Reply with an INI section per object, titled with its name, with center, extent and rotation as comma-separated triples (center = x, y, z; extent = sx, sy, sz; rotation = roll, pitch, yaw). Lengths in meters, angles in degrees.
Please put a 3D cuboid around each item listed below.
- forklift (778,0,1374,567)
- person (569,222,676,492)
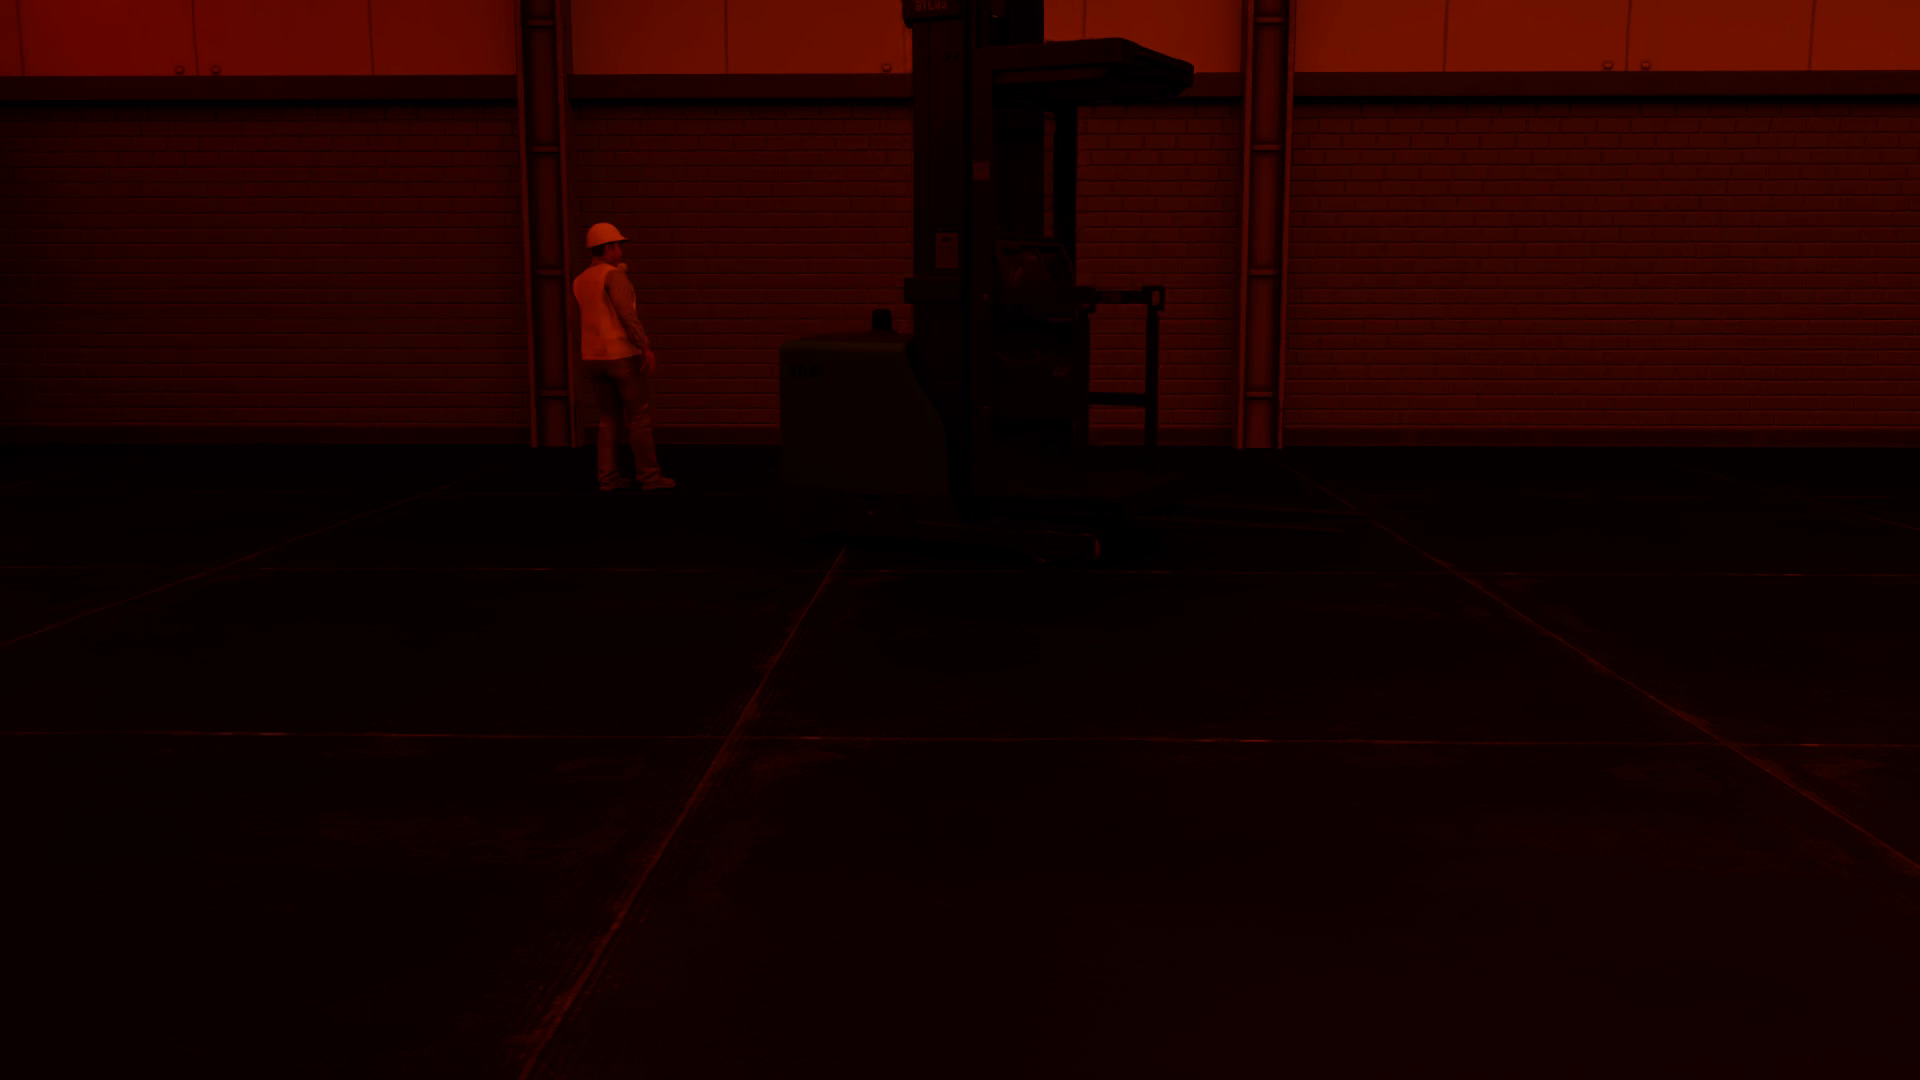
[forklift]
center = 0.574, -1.410, 8.523
extent = 3.031, 2.935, 1.130
rotation = 4, 10, 26
[person]
center = -2.259, -1.222, 11.127
extent = 0.688, 1.774, 0.544
rotation = 6, 11, 34
